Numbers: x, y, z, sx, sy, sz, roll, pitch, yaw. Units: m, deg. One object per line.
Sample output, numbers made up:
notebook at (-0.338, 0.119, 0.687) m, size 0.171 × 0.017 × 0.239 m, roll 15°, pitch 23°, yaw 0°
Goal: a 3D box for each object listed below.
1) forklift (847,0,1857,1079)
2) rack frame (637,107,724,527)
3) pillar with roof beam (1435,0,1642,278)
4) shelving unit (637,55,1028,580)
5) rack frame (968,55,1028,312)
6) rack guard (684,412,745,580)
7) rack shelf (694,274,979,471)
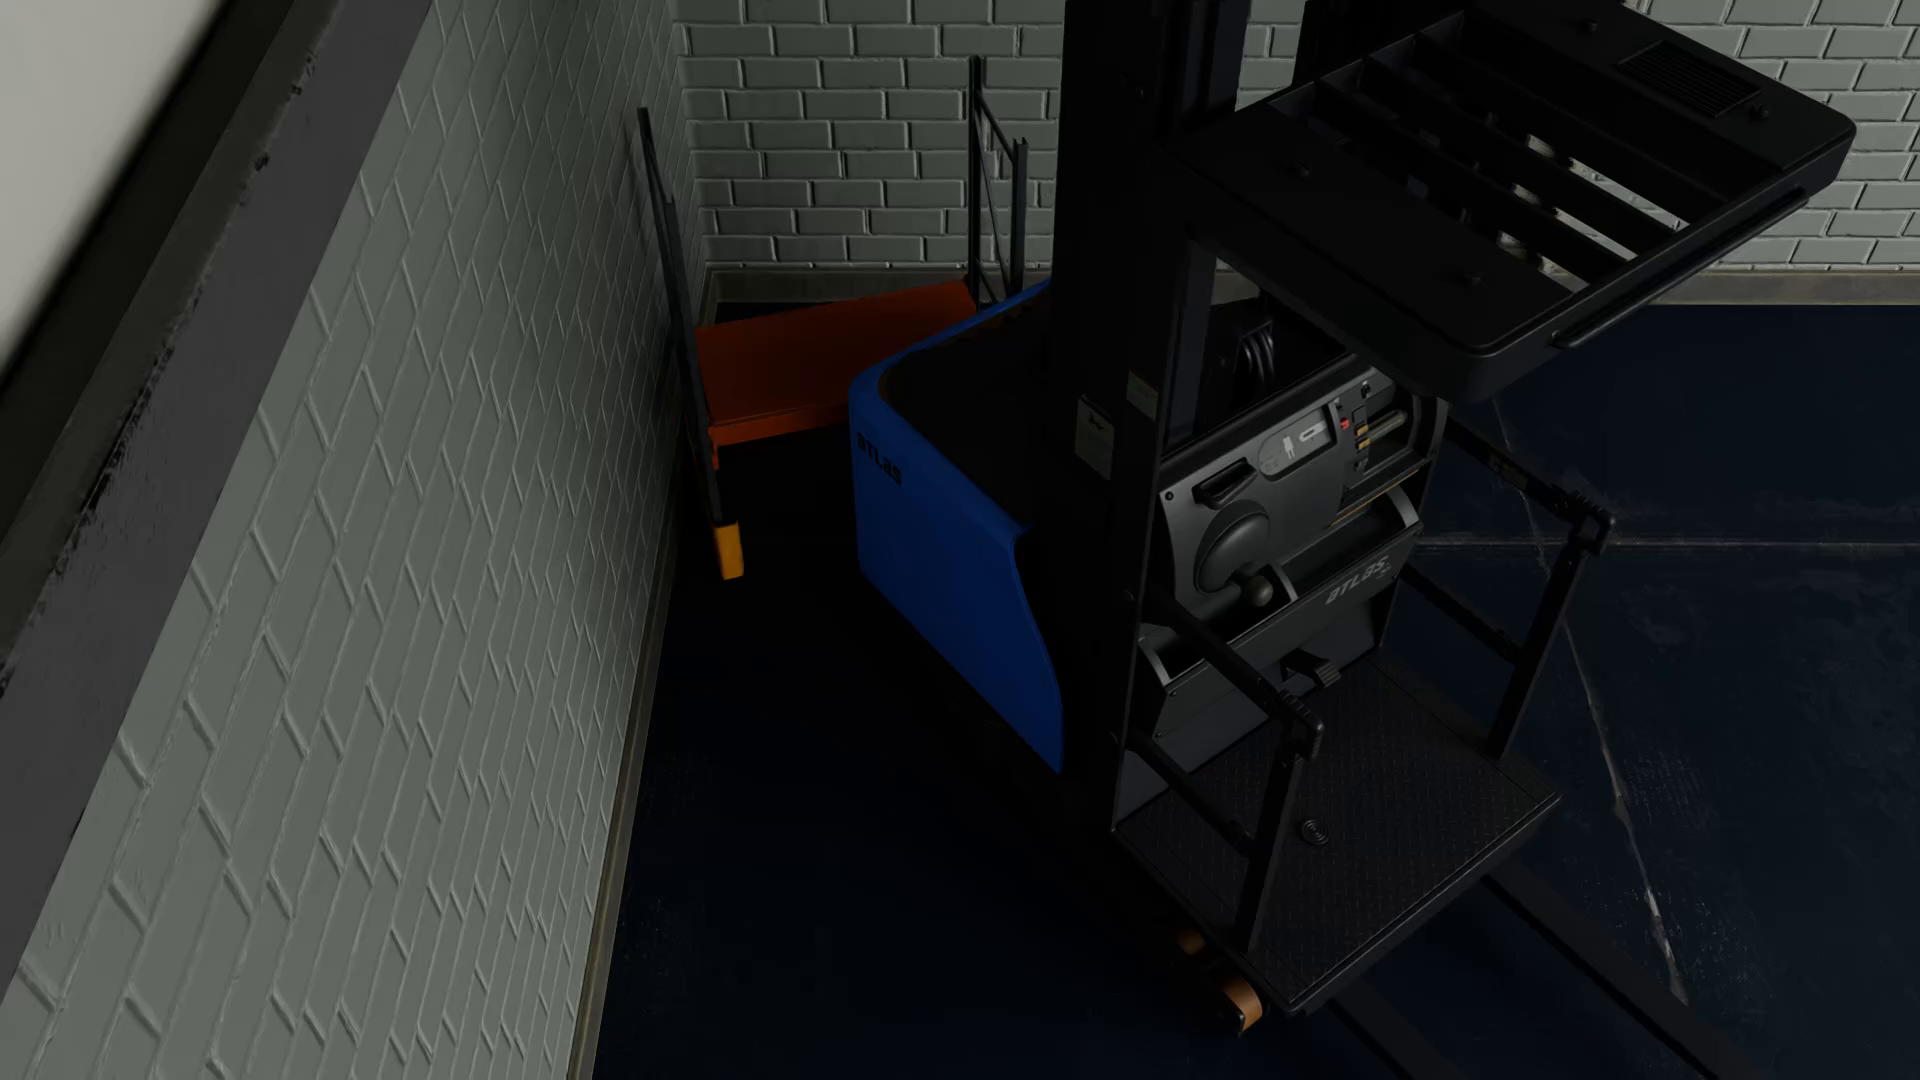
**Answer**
forklift at (0.960, -0.087, 3.828) m, size 1.130 × 2.935 × 3.031 m, roll -29°, pitch 54°, yaw -25°
rack frame at (-0.866, -0.585, 5.270) m, size 0.032 × 1.500 × 0.500 m, roll -12°, pitch 48°, yaw -11°
pillar with roof beam at (1.988, -0.769, 0.318) m, size 0.400 × 9.000 × 9.100 m, roll 0°, pitch 47°, yaw 0°
shelving unit at (-0.369, -0.690, 5.368) m, size 1.083 × 1.500 × 0.587 m, roll -12°, pitch 48°, yaw -11°
rack frame at (0.111, -0.792, 5.463) m, size 0.032 × 1.500 × 0.500 m, roll -12°, pitch 48°, yaw -11°
rack guard at (-0.847, -0.163, 5.731) m, size 0.087 × 0.250 × 0.587 m, roll -12°, pitch 48°, yaw -11°
rack shelf at (-0.377, -0.566, 5.498) m, size 1.000 × 0.185 × 0.538 m, roll -12°, pitch 48°, yaw -11°
